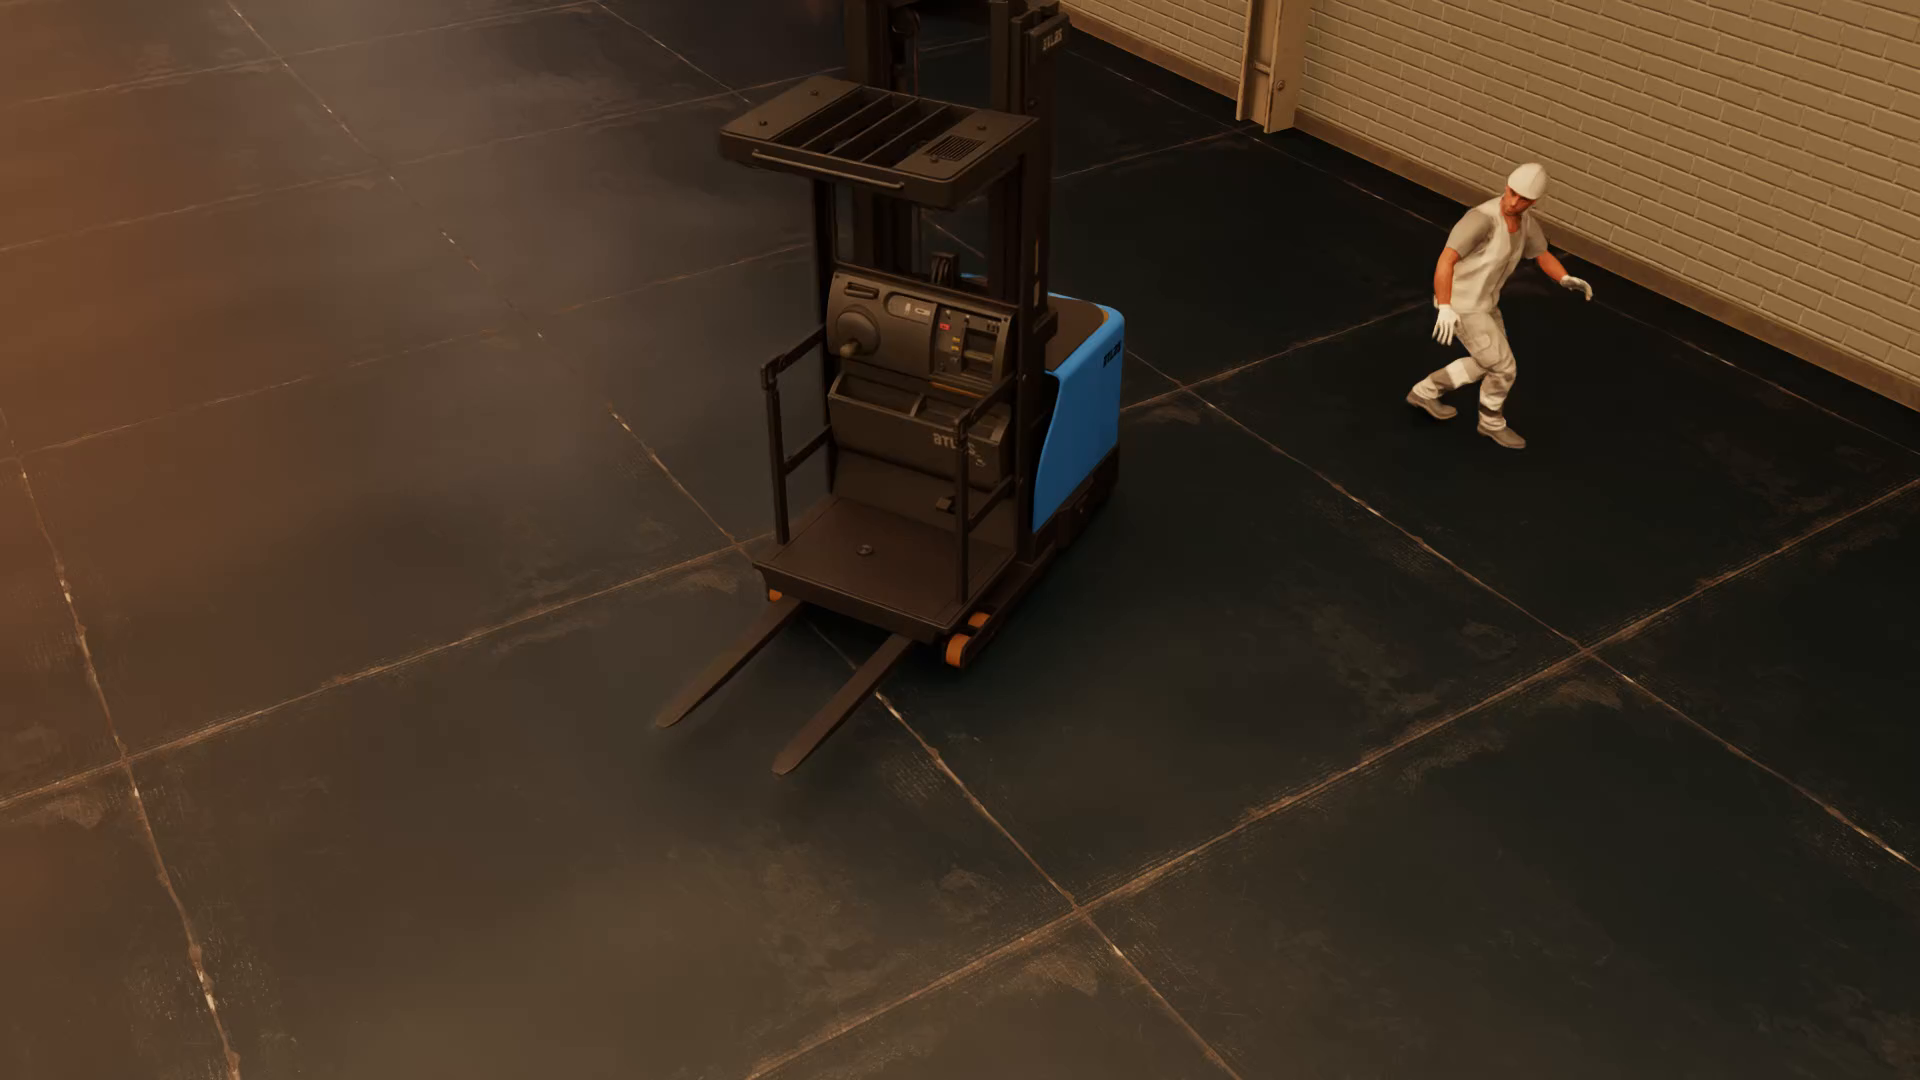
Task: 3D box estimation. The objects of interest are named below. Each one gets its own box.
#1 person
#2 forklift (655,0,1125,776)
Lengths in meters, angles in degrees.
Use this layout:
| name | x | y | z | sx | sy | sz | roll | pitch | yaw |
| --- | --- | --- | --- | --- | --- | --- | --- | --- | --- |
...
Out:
| name | x | y | z | sx | sy | sz | roll | pitch | yaw |
| --- | --- | --- | --- | --- | --- | --- | --- | --- | --- |
| person | 3.003 | -1.253 | 9.037 | 0.816 | 1.654 | 0.876 | 26 | 43 | 32 |
| forklift | -0.296 | -0.892 | 7.418 | 1.130 | 2.935 | 3.031 | 18 | 39 | 23 |
